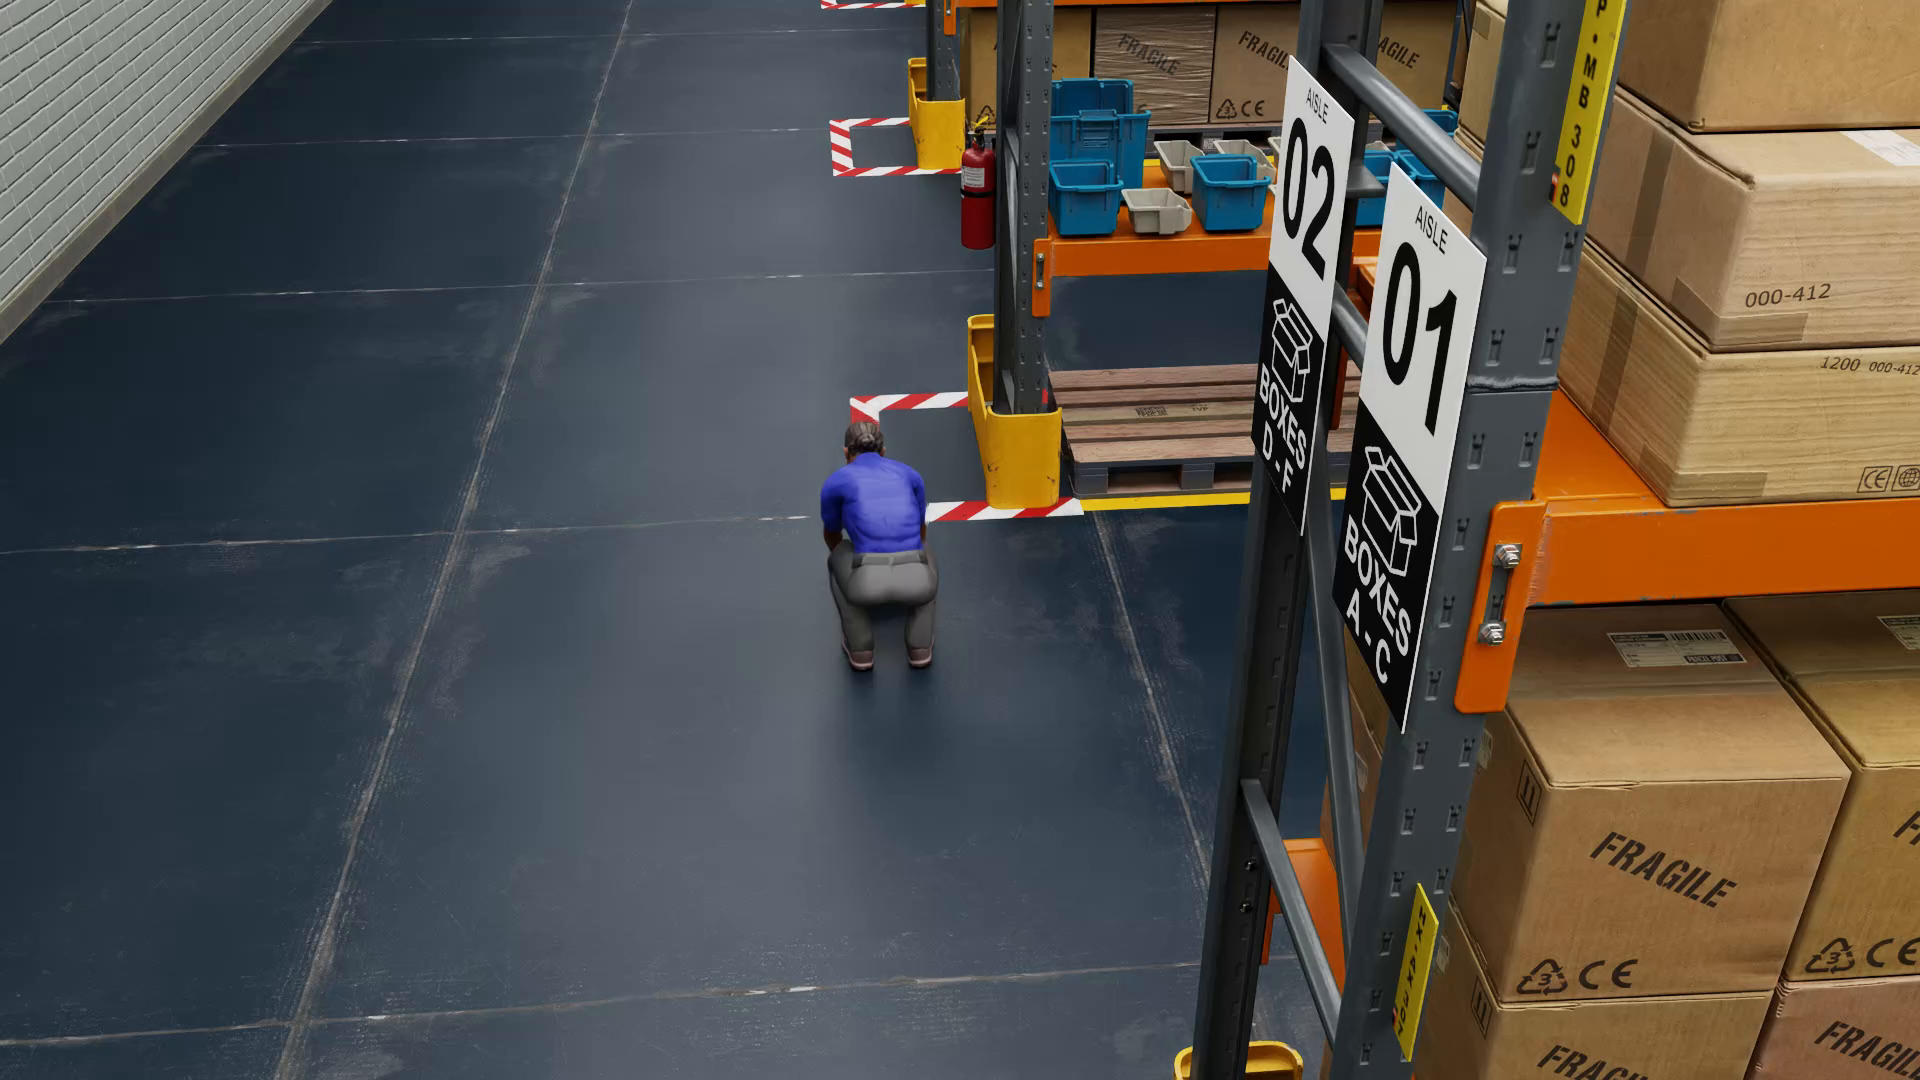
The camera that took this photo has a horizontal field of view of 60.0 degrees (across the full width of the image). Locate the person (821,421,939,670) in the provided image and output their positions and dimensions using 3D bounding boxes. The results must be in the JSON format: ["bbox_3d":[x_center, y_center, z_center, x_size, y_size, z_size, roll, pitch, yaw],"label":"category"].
[{"bbox_3d":[-0.325,0.032,6.863,0.480,0.860,0.821,-3,31,-5],"label":"person"}]
